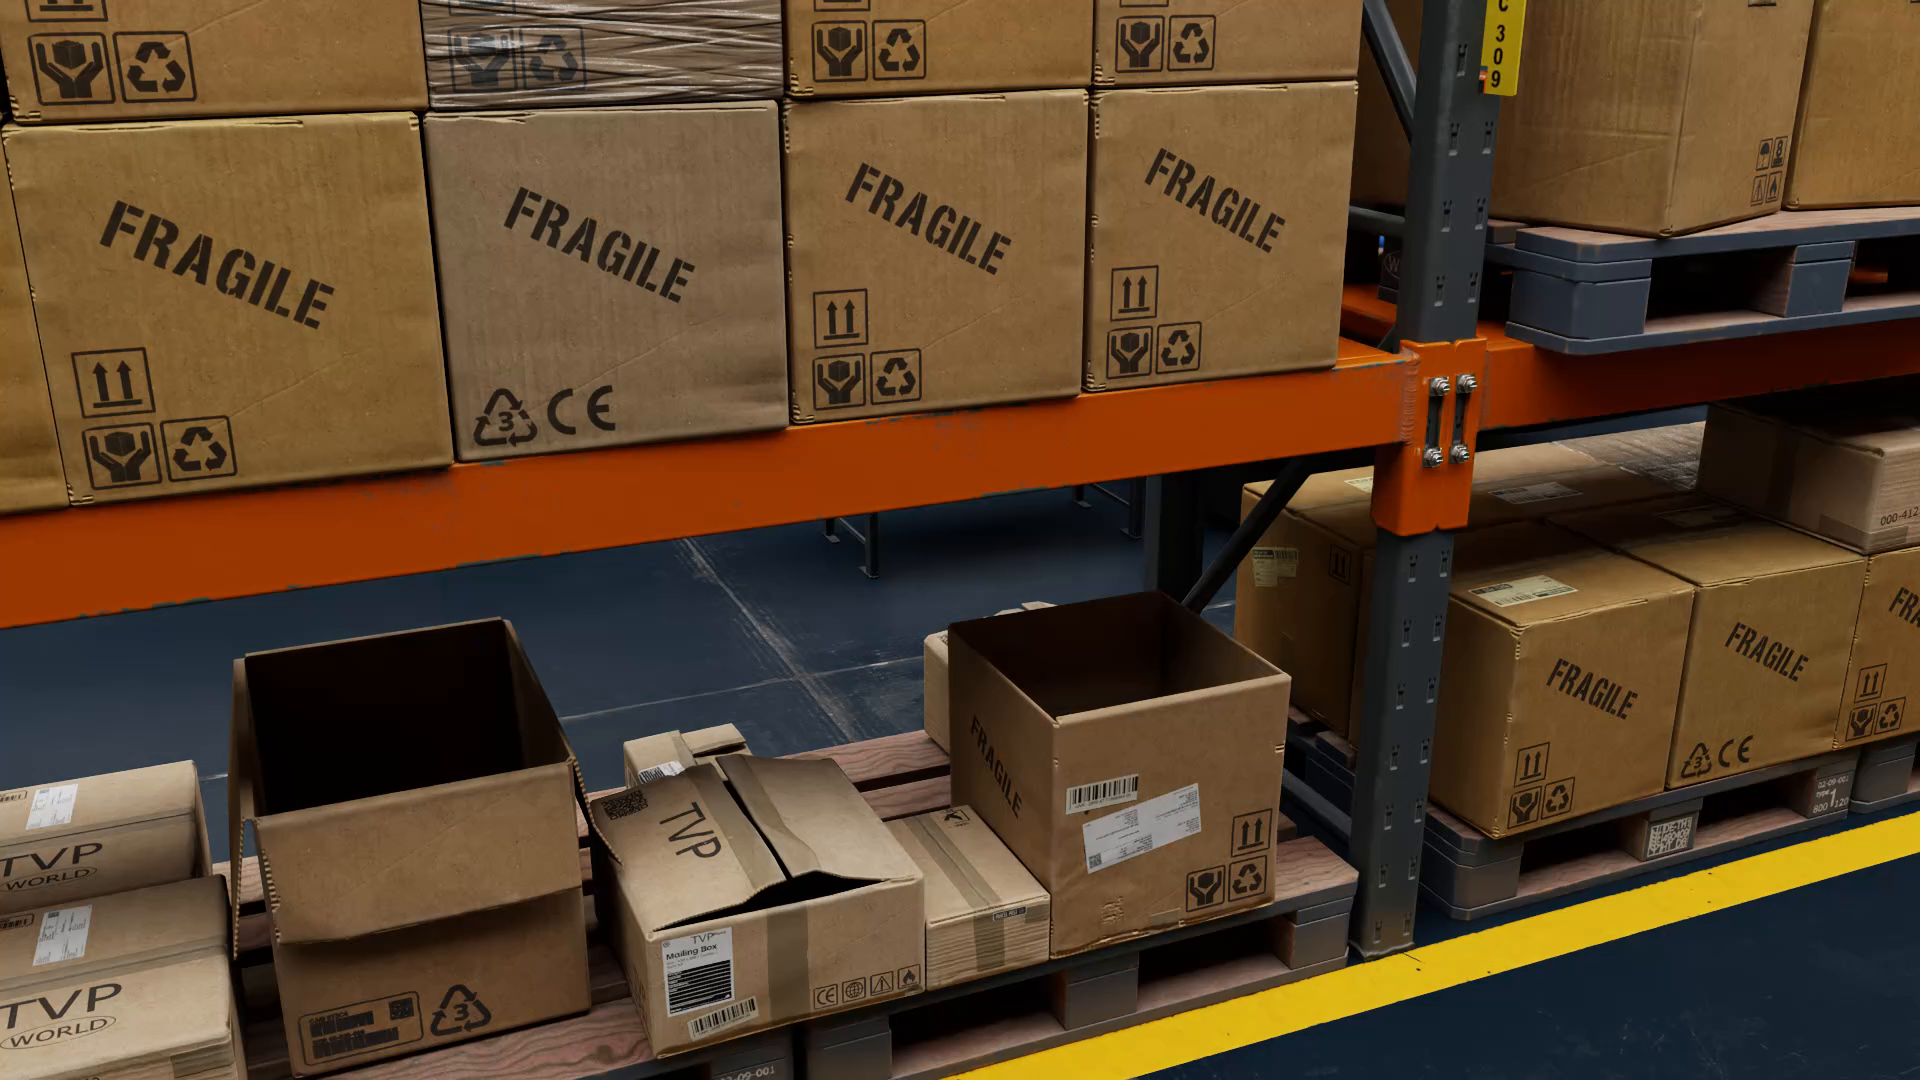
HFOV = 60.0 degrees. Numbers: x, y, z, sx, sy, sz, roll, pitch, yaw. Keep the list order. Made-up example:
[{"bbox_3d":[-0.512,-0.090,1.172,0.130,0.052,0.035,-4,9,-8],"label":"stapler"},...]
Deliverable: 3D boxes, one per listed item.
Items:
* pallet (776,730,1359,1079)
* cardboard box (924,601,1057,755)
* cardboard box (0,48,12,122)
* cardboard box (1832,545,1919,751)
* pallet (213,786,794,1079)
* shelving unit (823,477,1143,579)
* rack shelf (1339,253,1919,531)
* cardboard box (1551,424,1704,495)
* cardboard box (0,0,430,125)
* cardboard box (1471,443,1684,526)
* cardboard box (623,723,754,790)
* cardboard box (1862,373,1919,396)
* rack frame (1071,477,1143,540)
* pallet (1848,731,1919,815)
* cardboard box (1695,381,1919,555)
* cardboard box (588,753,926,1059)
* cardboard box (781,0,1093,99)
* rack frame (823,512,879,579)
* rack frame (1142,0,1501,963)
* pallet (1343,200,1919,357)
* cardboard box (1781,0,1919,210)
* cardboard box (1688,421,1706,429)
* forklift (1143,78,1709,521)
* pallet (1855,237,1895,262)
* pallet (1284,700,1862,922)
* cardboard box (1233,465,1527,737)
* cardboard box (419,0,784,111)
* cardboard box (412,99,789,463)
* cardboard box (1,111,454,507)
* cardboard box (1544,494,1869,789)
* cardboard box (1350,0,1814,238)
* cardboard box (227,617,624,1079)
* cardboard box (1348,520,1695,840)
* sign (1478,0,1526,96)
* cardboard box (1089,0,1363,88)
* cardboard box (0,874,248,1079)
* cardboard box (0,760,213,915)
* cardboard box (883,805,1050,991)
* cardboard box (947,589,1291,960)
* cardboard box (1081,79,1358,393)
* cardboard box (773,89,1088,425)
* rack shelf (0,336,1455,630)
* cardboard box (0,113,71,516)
[{"bbox_3d":[0.080,0.719,3.662,1.213,0.211,1.003,-8,21,-22],"label":"pallet"},{"bbox_3d":[0.240,0.364,3.859,0.500,0.311,0.500,-8,21,-22],"label":"cardboard box"},{"bbox_3d":[-1.512,-0.792,2.100,0.500,0.500,0.500,-8,21,-21],"label":"cardboard box"},{"bbox_3d":[2.199,0.159,4.156,0.500,0.500,0.500,-8,21,-21],"label":"cardboard box"},{"bbox_3d":[-1.042,0.881,3.203,1.213,0.211,1.003,-8,21,-22],"label":"pallet"},{"bbox_3d":[0.078,-0.719,5.805,1.048,1.500,0.538,-8,21,-22],"label":"shelving unit"},{"bbox_3d":[2.547,-0.610,4.322,4.000,0.370,1.077,-8,21,-22],"label":"rack shelf"},{"bbox_3d":[1.969,0.005,4.594,0.500,0.500,0.500,-8,21,-21],"label":"cardboard box"},{"bbox_3d":[-1.045,-0.859,2.290,0.500,0.500,0.500,-8,21,-22],"label":"cardboard box"},{"bbox_3d":[1.508,0.070,4.407,0.500,0.500,0.500,-8,21,-22],"label":"cardboard box"},{"bbox_3d":[-0.550,0.549,3.551,0.250,0.166,0.380,-8,21,-22],"label":"cardboard box"},{"bbox_3d":[2.630,-0.256,4.204,0.500,0.250,0.500,-9,21,-23],"label":"cardboard box"},{"bbox_3d":[0.545,-0.786,5.995,0.032,1.500,0.500,-8,21,-22],"label":"rack frame"},{"bbox_3d":[2.565,0.349,4.714,1.213,0.211,1.003,-8,21,-22],"label":"pallet"},{"bbox_3d":[2.170,-0.189,4.016,0.500,0.250,0.500,-8,21,-22],"label":"cardboard box"},{"bbox_3d":[-0.388,0.635,3.090,0.500,0.311,0.500,-8,21,-22],"label":"cardboard box"},{"bbox_3d":[-0.120,-0.991,2.665,0.500,0.500,0.500,-9,21,-23],"label":"cardboard box"},{"bbox_3d":[-0.388,-0.652,5.615,0.032,1.500,0.500,-8,21,-22],"label":"rack frame"},{"bbox_3d":[0.711,-0.686,3.455,0.127,3.000,1.000,-8,21,-22],"label":"rack frame"},{"bbox_3d":[1.488,-0.668,3.691,1.213,0.211,1.003,-8,21,-22],"label":"pallet"},{"bbox_3d":[1.841,-1.035,3.664,0.500,0.500,0.700,-5,20,-13],"label":"cardboard box"},{"bbox_3d":[2.435,-0.063,4.786,0.500,0.500,0.500,-9,21,-24],"label":"cardboard box"},{"bbox_3d":[2.118,-1.748,6.572,3.031,2.935,1.130,-9,21,-25],"label":"forklift"},{"bbox_3d":[2.600,-0.865,4.251,1.213,0.211,1.003,-8,21,-22],"label":"pallet"},{"bbox_3d":[1.443,0.510,4.255,1.213,0.211,1.003,-8,21,-22],"label":"pallet"},{"bbox_3d":[1.051,0.133,4.229,0.500,0.500,0.500,-8,21,-22],"label":"cardboard box"},{"bbox_3d":[-0.583,-0.925,2.477,0.500,0.500,0.500,-8,21,-21],"label":"cardboard box"},{"bbox_3d":[-0.590,-0.453,2.641,0.500,0.500,0.500,-8,21,-21],"label":"cardboard box"},{"bbox_3d":[-1.057,-0.385,2.449,0.500,0.500,0.500,-8,21,-21],"label":"cardboard box"},{"bbox_3d":[1.737,0.222,3.975,0.500,0.500,0.500,-8,21,-21],"label":"cardboard box"},{"bbox_3d":[1.235,-0.926,3.352,0.500,0.500,0.700,-17,26,-40],"label":"cardboard box"},{"bbox_3d":[-1.012,0.532,3.090,0.637,0.503,0.797,-8,21,-22],"label":"cardboard box"},{"bbox_3d":[1.252,0.296,3.767,0.500,0.500,0.500,-9,21,-24],"label":"cardboard box"},{"bbox_3d":[0.933,-0.930,2.844,0.005,0.325,0.100,-8,21,-22],"label":"sign"},{"bbox_3d":[0.349,-1.060,2.859,0.500,0.500,0.500,-8,21,-22],"label":"cardboard box"},{"bbox_3d":[-1.432,0.813,2.675,0.500,0.250,0.500,-8,21,-22],"label":"cardboard box"},{"bbox_3d":[-1.676,0.667,3.089,0.500,0.250,0.500,-8,21,-22],"label":"cardboard box"},{"bbox_3d":[-0.020,0.680,3.205,0.250,0.149,0.380,-8,21,-22],"label":"cardboard box"},{"bbox_3d":[0.300,0.447,3.338,0.500,0.500,0.500,-8,21,-22],"label":"cardboard box"},{"bbox_3d":[0.354,-0.589,3.029,0.500,0.500,0.500,-8,21,-21],"label":"cardboard box"},{"bbox_3d":[-0.119,-0.521,2.835,0.500,0.500,0.500,-8,21,-20],"label":"cardboard box"},{"bbox_3d":[-1.125,-0.084,2.827,4.000,0.370,1.077,-8,21,-22],"label":"rack shelf"},{"bbox_3d":[-1.516,-0.320,2.264,0.500,0.500,0.500,-8,21,-22],"label":"cardboard box"}]
